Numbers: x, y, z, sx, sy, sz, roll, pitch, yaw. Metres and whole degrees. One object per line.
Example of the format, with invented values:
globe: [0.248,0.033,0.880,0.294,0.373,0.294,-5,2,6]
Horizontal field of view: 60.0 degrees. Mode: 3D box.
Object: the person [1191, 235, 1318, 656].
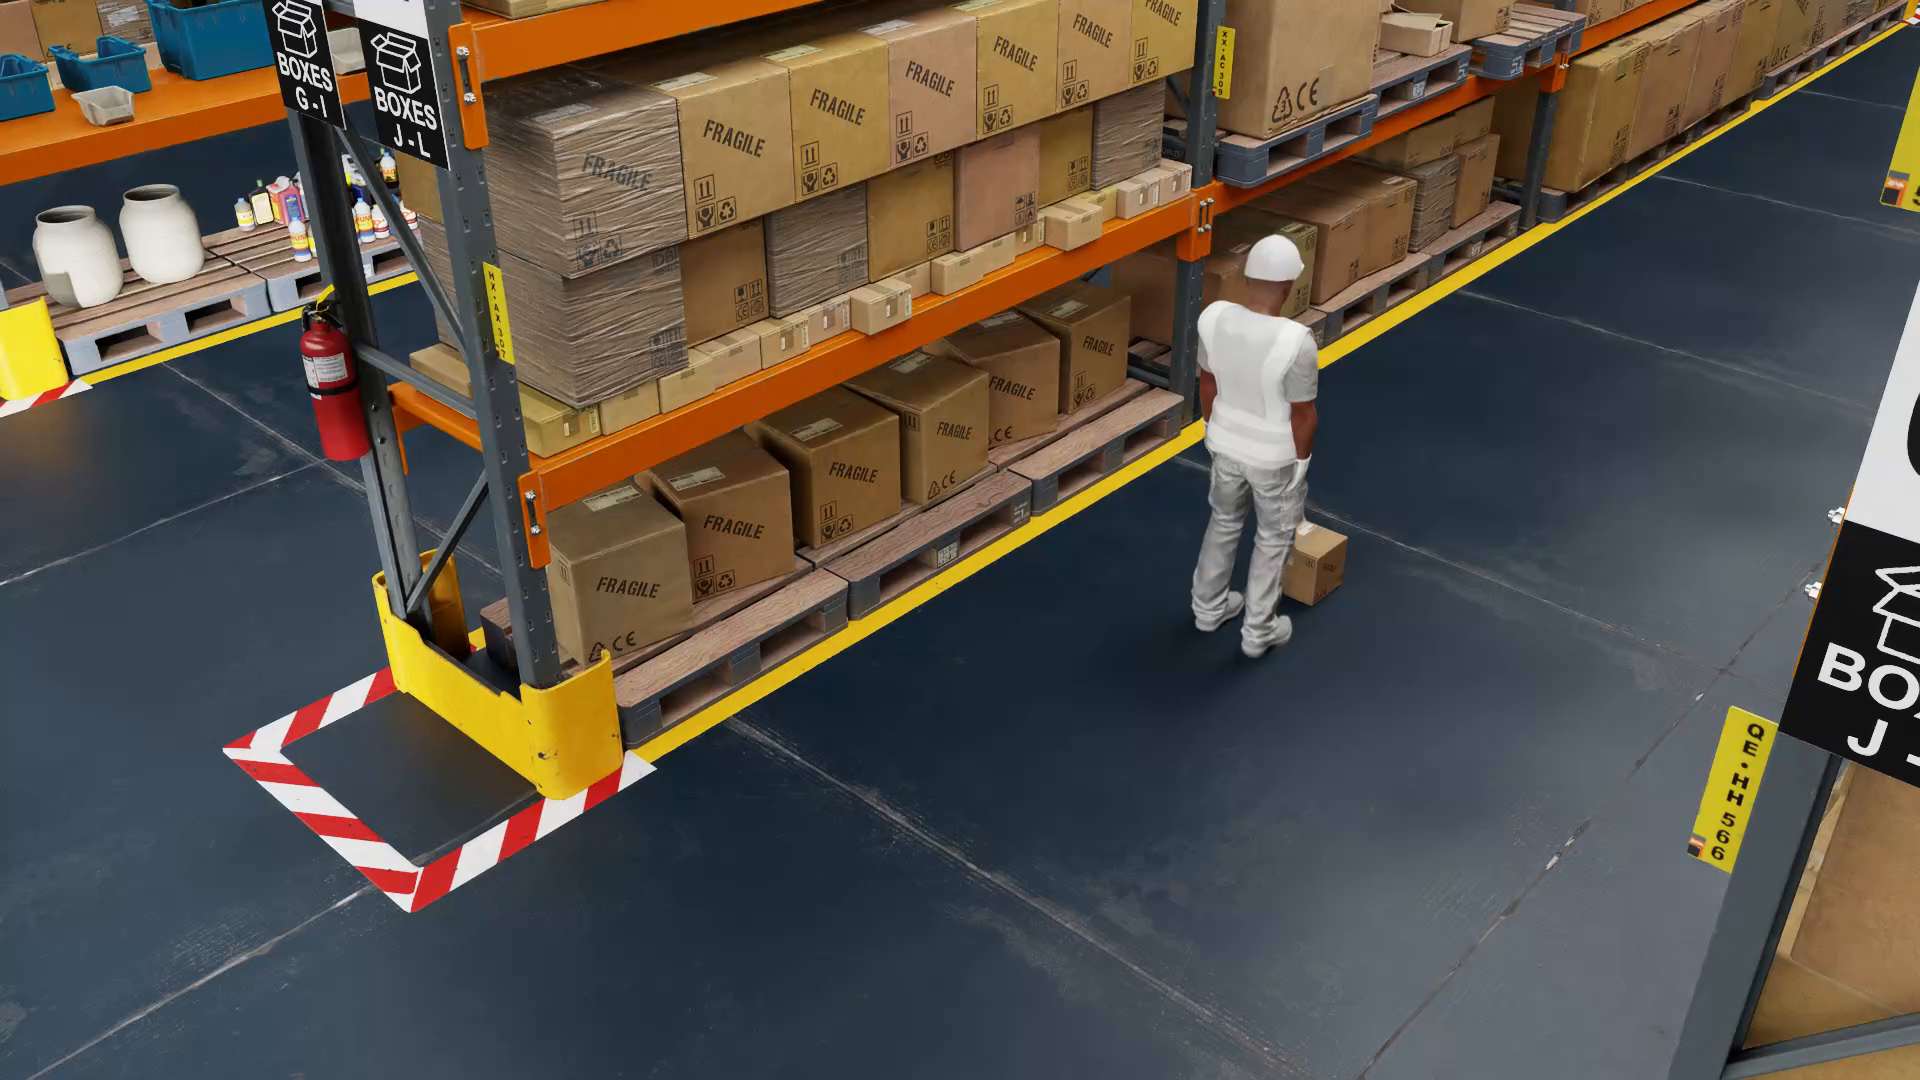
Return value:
person: [1.194,-0.379,6.750,0.548,1.778,0.359,26,40,36]
